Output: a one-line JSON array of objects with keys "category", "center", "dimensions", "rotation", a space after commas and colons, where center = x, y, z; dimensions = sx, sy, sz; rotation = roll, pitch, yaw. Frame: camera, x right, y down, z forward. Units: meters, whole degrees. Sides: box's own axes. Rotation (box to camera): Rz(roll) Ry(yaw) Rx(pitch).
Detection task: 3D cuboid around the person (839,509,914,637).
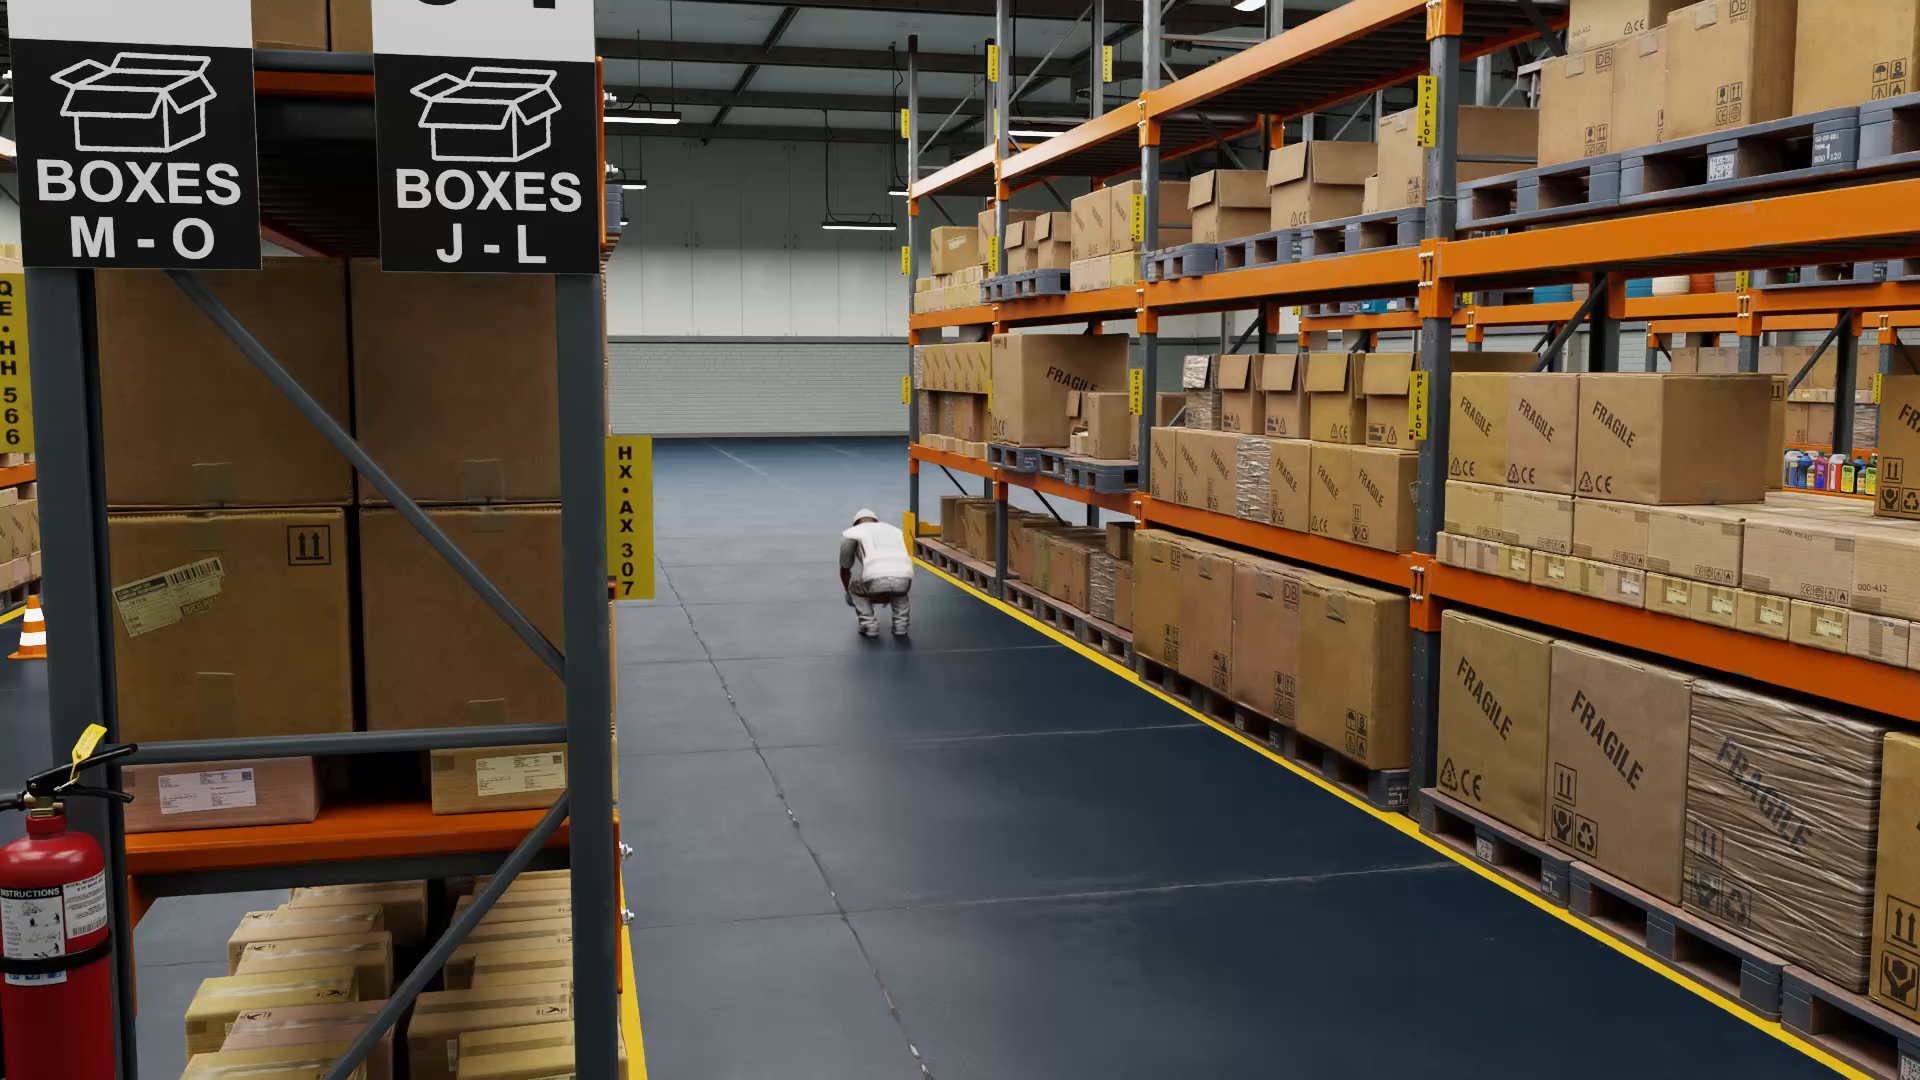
[{"category": "person", "center": [-0.702, 0.270, 13.940], "dimensions": [0.576, 1.013, 0.915], "rotation": [-1, 6, -14]}]
